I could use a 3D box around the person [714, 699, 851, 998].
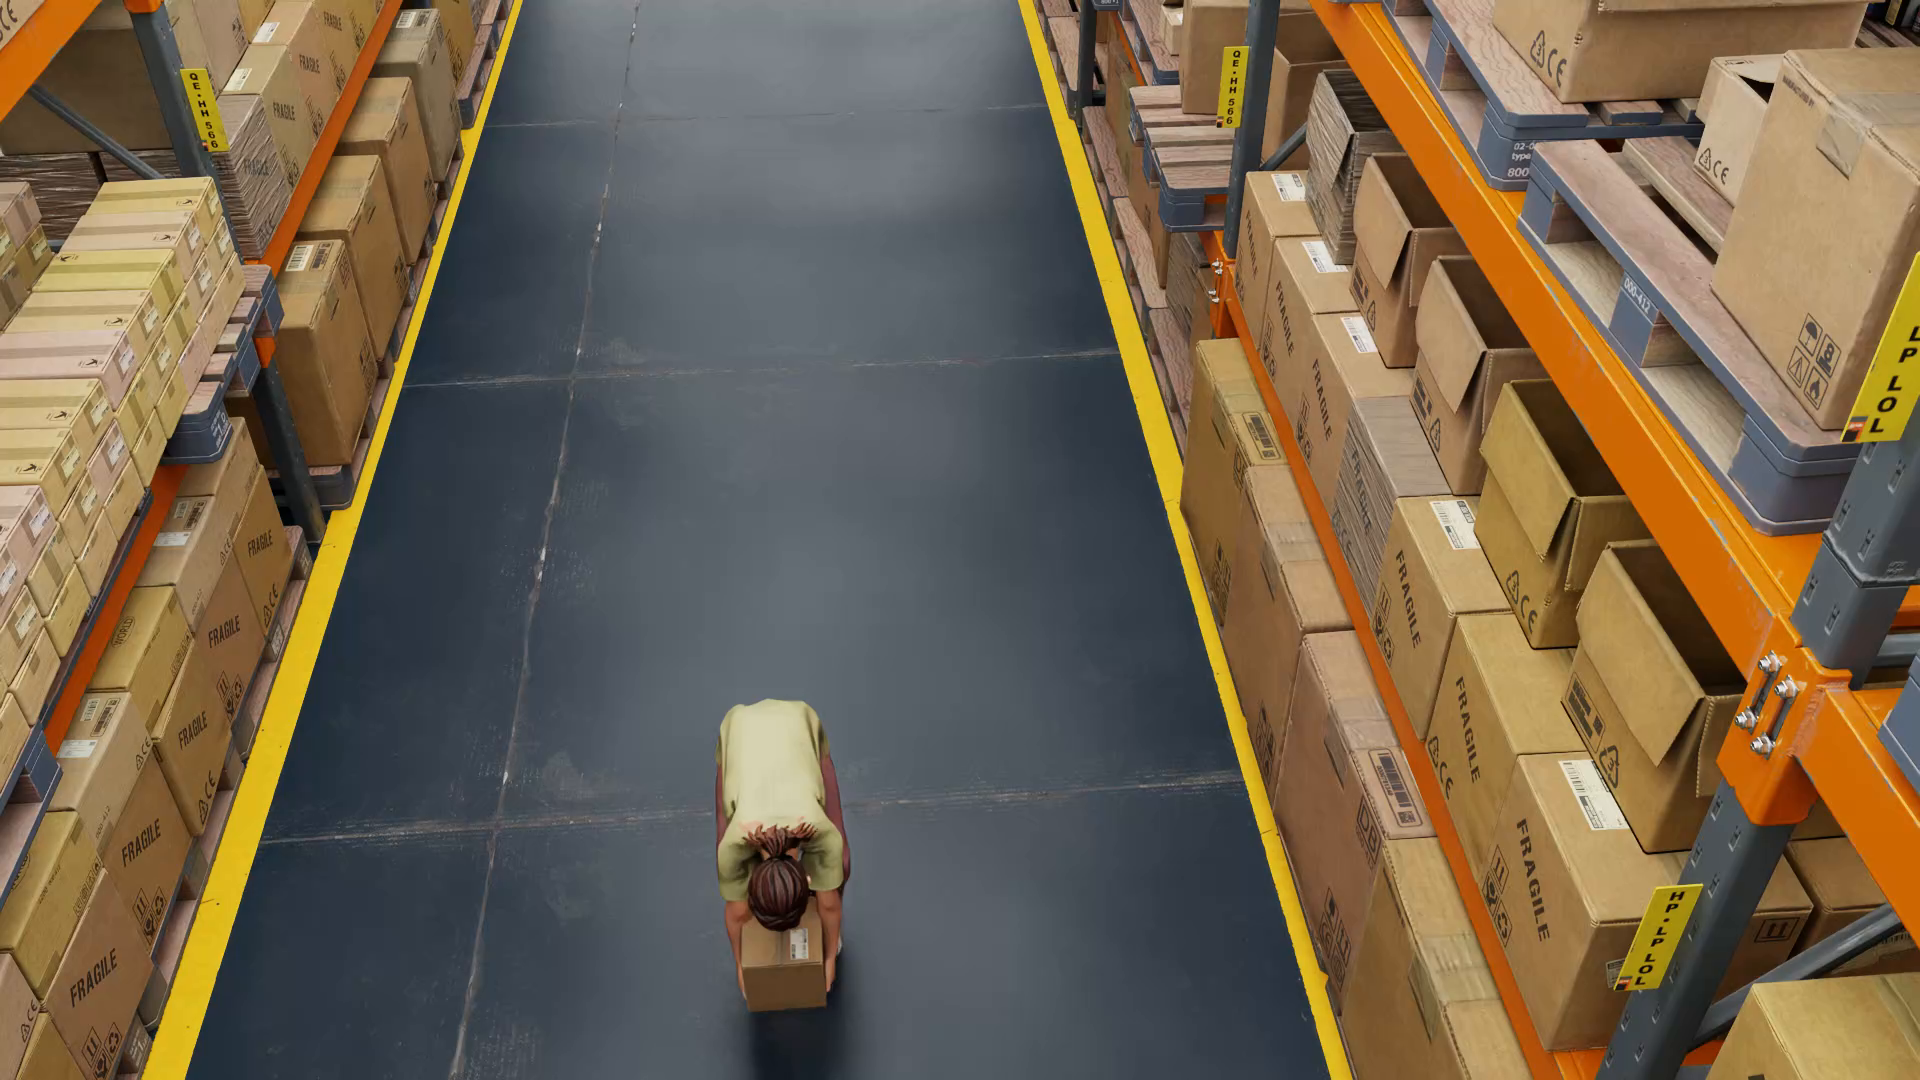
[{"bbox_3d":[-0.562,1.116,5.354,0.432,0.963,0.870,-5,39,-6],"label":"person"}]
